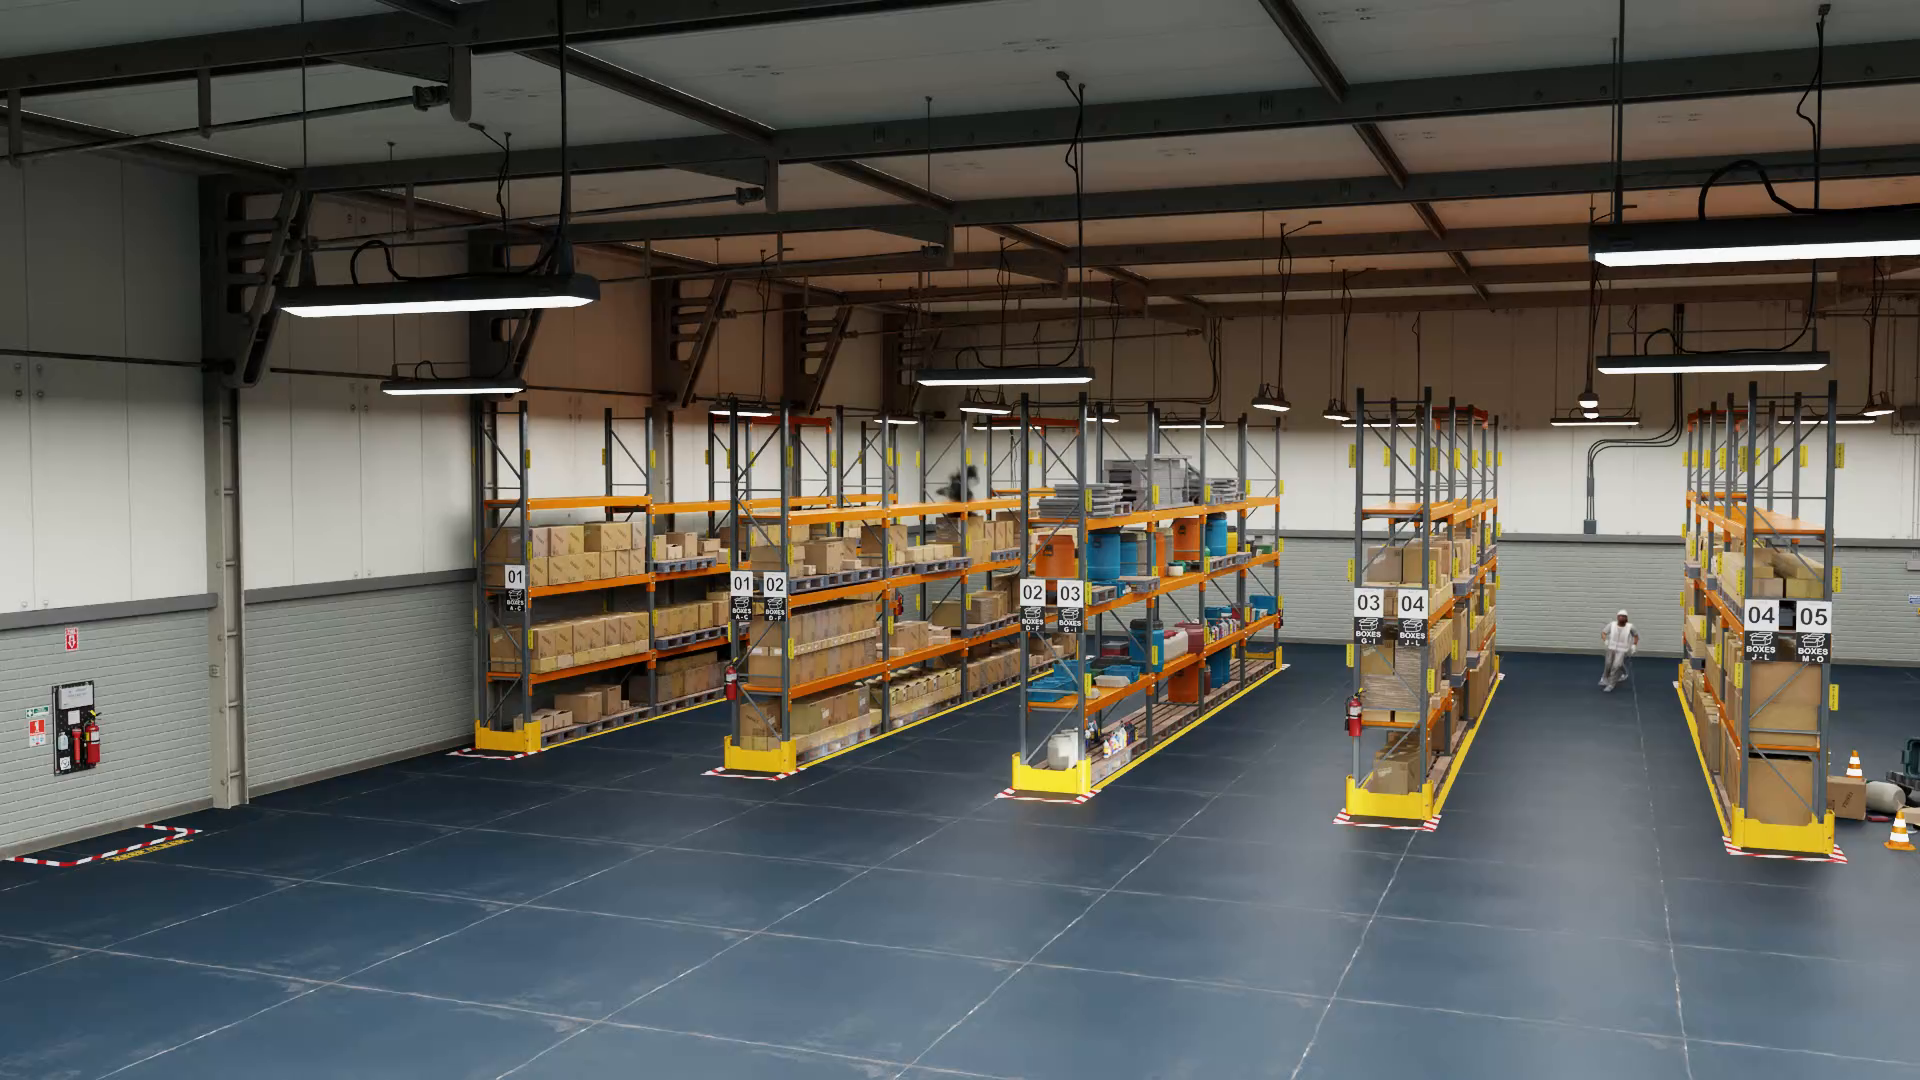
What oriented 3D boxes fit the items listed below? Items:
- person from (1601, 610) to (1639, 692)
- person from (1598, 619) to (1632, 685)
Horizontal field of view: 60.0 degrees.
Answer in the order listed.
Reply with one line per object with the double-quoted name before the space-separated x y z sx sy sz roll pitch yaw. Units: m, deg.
"person" 14.185 2.378 35.810 0.744 1.741 0.953 2 3 29
"person" 14.611 2.416 36.764 0.867 1.571 0.577 -2 3 -31
